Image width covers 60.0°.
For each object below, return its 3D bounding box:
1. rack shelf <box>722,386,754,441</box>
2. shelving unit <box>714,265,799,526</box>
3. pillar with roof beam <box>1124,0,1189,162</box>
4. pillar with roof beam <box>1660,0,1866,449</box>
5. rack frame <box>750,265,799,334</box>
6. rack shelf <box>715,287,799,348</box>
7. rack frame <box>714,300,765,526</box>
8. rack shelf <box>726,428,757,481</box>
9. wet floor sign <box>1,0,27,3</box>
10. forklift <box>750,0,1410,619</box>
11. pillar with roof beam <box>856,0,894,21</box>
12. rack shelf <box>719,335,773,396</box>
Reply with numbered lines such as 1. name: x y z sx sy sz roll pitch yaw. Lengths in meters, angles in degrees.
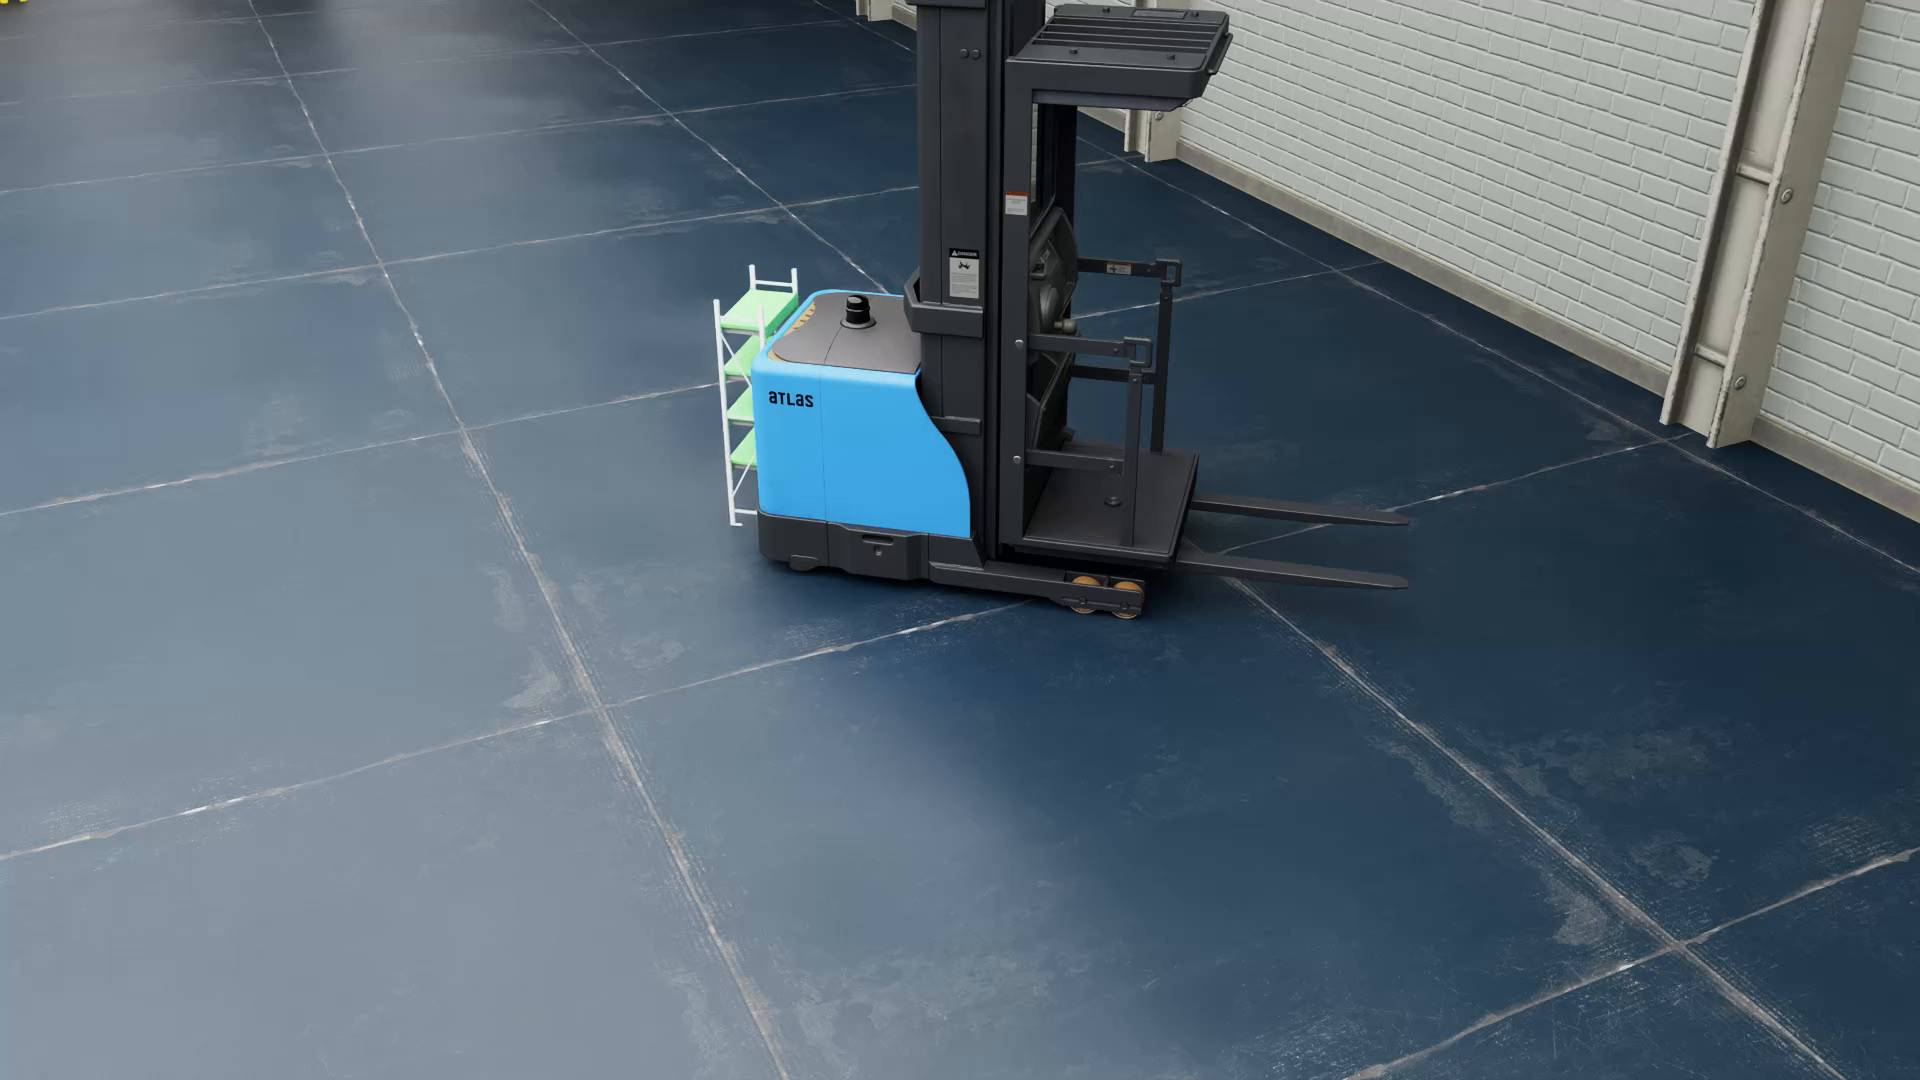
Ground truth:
1. rack shelf: -0.979 -0.648 8.309 0.258 0.148 0.480 7 30 12
2. shelving unit: -0.979 -0.703 8.278 0.258 1.200 0.503 7 30 12
3. pillar with roof beam: -2.267 -6.292 10.271 9.100 9.000 0.400 -13 32 -22
4. pillar with roof beam: 0.309 -3.642 5.544 9.100 9.000 0.400 -13 32 -22
5. rack frame: -0.921 -0.819 8.484 0.240 1.200 0.015 7 30 12
6. rack shelf: -0.979 -1.066 8.074 0.258 0.148 0.480 7 30 12
7. rack frame: -1.036 -0.587 8.071 0.240 1.200 0.015 7 30 12
8. rack shelf: -0.979 -0.438 8.426 0.258 0.148 0.480 7 30 12
9. wet floor sign: -11.154 -6.632 19.417 0.267 0.644 0.232 -19 35 -30
10. forklift: 0.607 -1.206 7.404 3.031 2.935 1.130 7 30 12
11. pillar with roof beam: -4.843 -8.943 14.997 9.100 9.000 0.400 -13 32 -22
12. rack shelf: -0.979 -0.857 8.191 0.258 0.148 0.480 7 30 12
